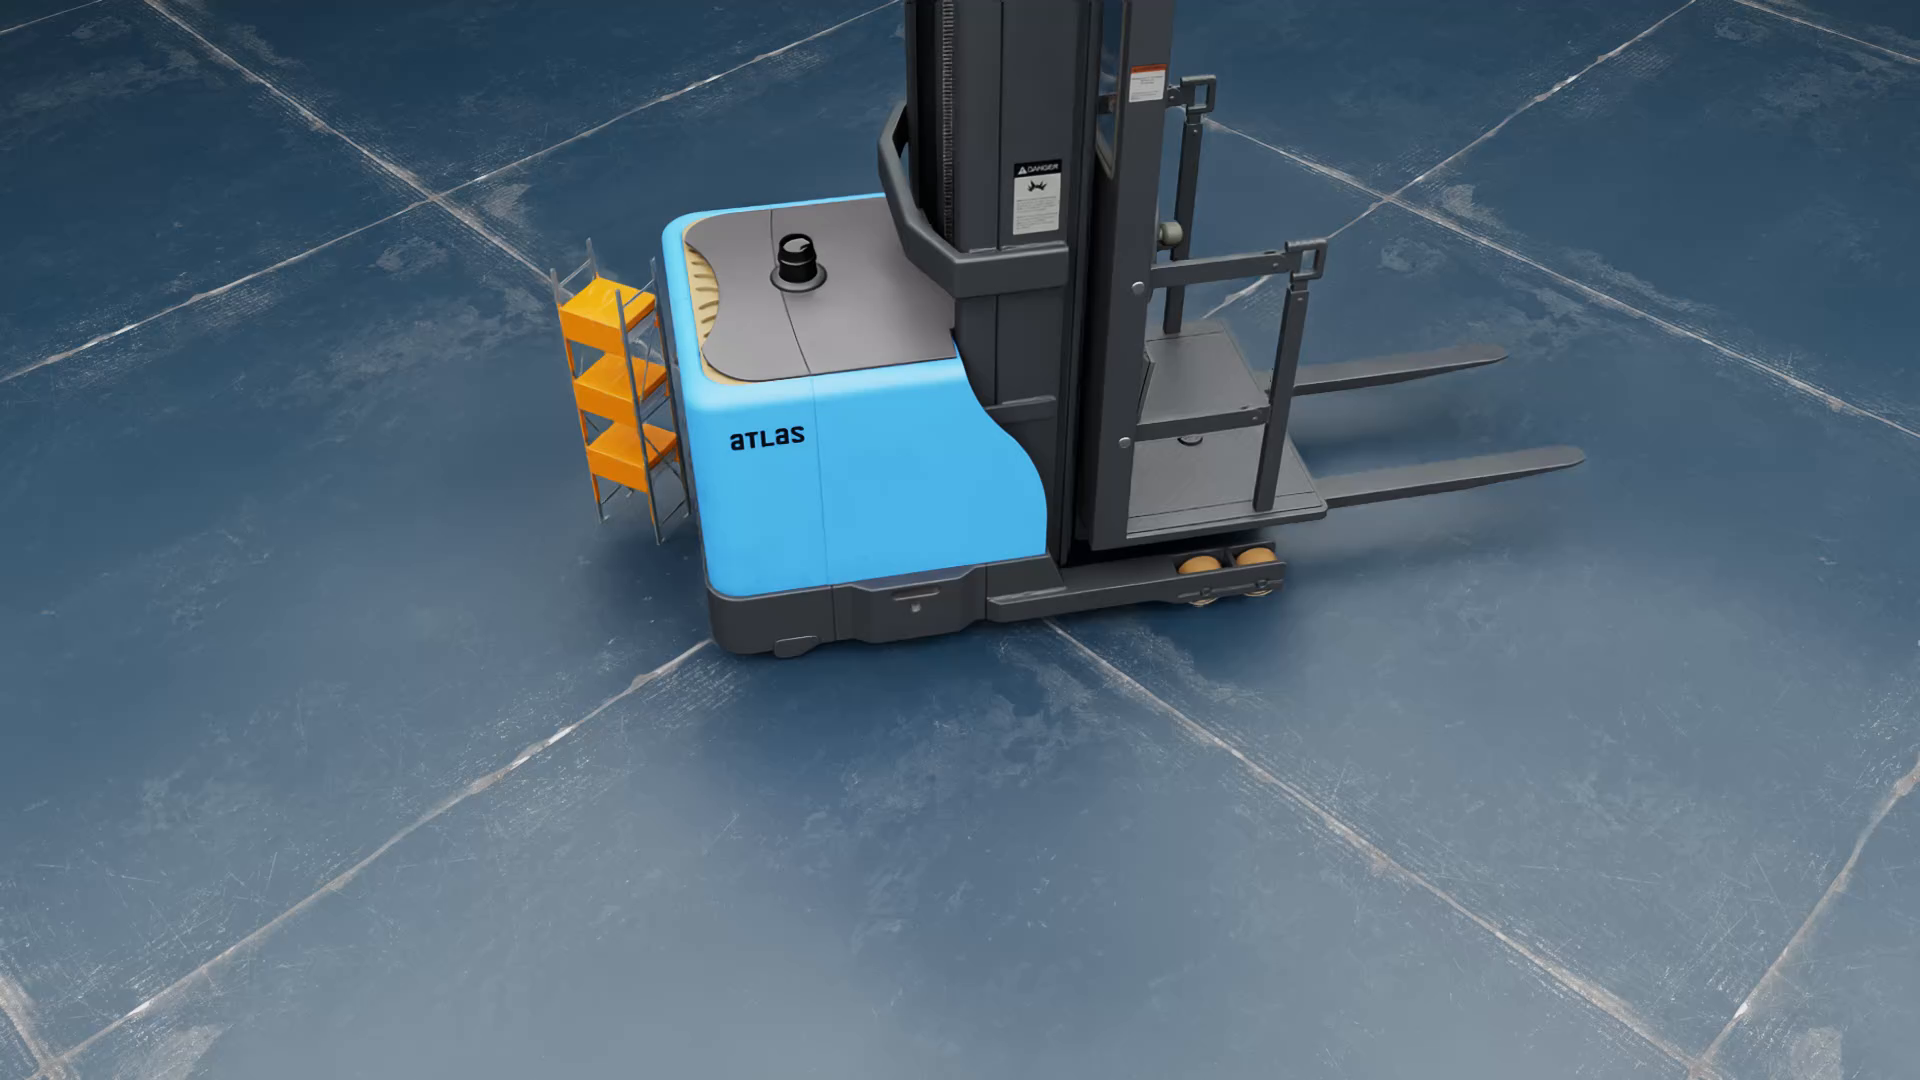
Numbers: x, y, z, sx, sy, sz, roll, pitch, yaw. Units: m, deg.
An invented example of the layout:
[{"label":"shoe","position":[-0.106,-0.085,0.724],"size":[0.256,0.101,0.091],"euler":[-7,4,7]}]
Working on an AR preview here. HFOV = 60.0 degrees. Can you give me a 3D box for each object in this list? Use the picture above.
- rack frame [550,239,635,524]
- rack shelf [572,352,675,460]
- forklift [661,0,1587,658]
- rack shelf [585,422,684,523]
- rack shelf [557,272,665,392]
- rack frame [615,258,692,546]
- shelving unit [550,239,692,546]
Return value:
[{"label":"rack frame","position":[-1.209,-0.501,5.519],"size":[0.008,1.050,0.200],"euler":[19,46,20]},{"label":"rack shelf","position":[-1.101,-0.455,5.485],"size":[0.240,0.259,0.215],"euler":[19,46,20]},{"label":"forklift","position":[0.610,-1.206,4.895],"size":[3.031,2.935,1.130],"euler":[-8,43,-9]},{"label":"rack shelf","position":[-1.101,-0.251,5.673],"size":[0.240,0.259,0.215],"euler":[19,46,20]},{"label":"rack shelf","position":[-1.101,-0.664,5.292],"size":[0.240,0.259,0.215],"euler":[19,46,20]},{"label":"rack frame","position":[-0.993,-0.425,5.436],"size":[0.008,1.050,0.200],"euler":[19,46,20]},{"label":"shelving unit","position":[-1.101,-0.463,5.478],"size":[0.252,1.050,0.215],"euler":[19,46,20]}]
